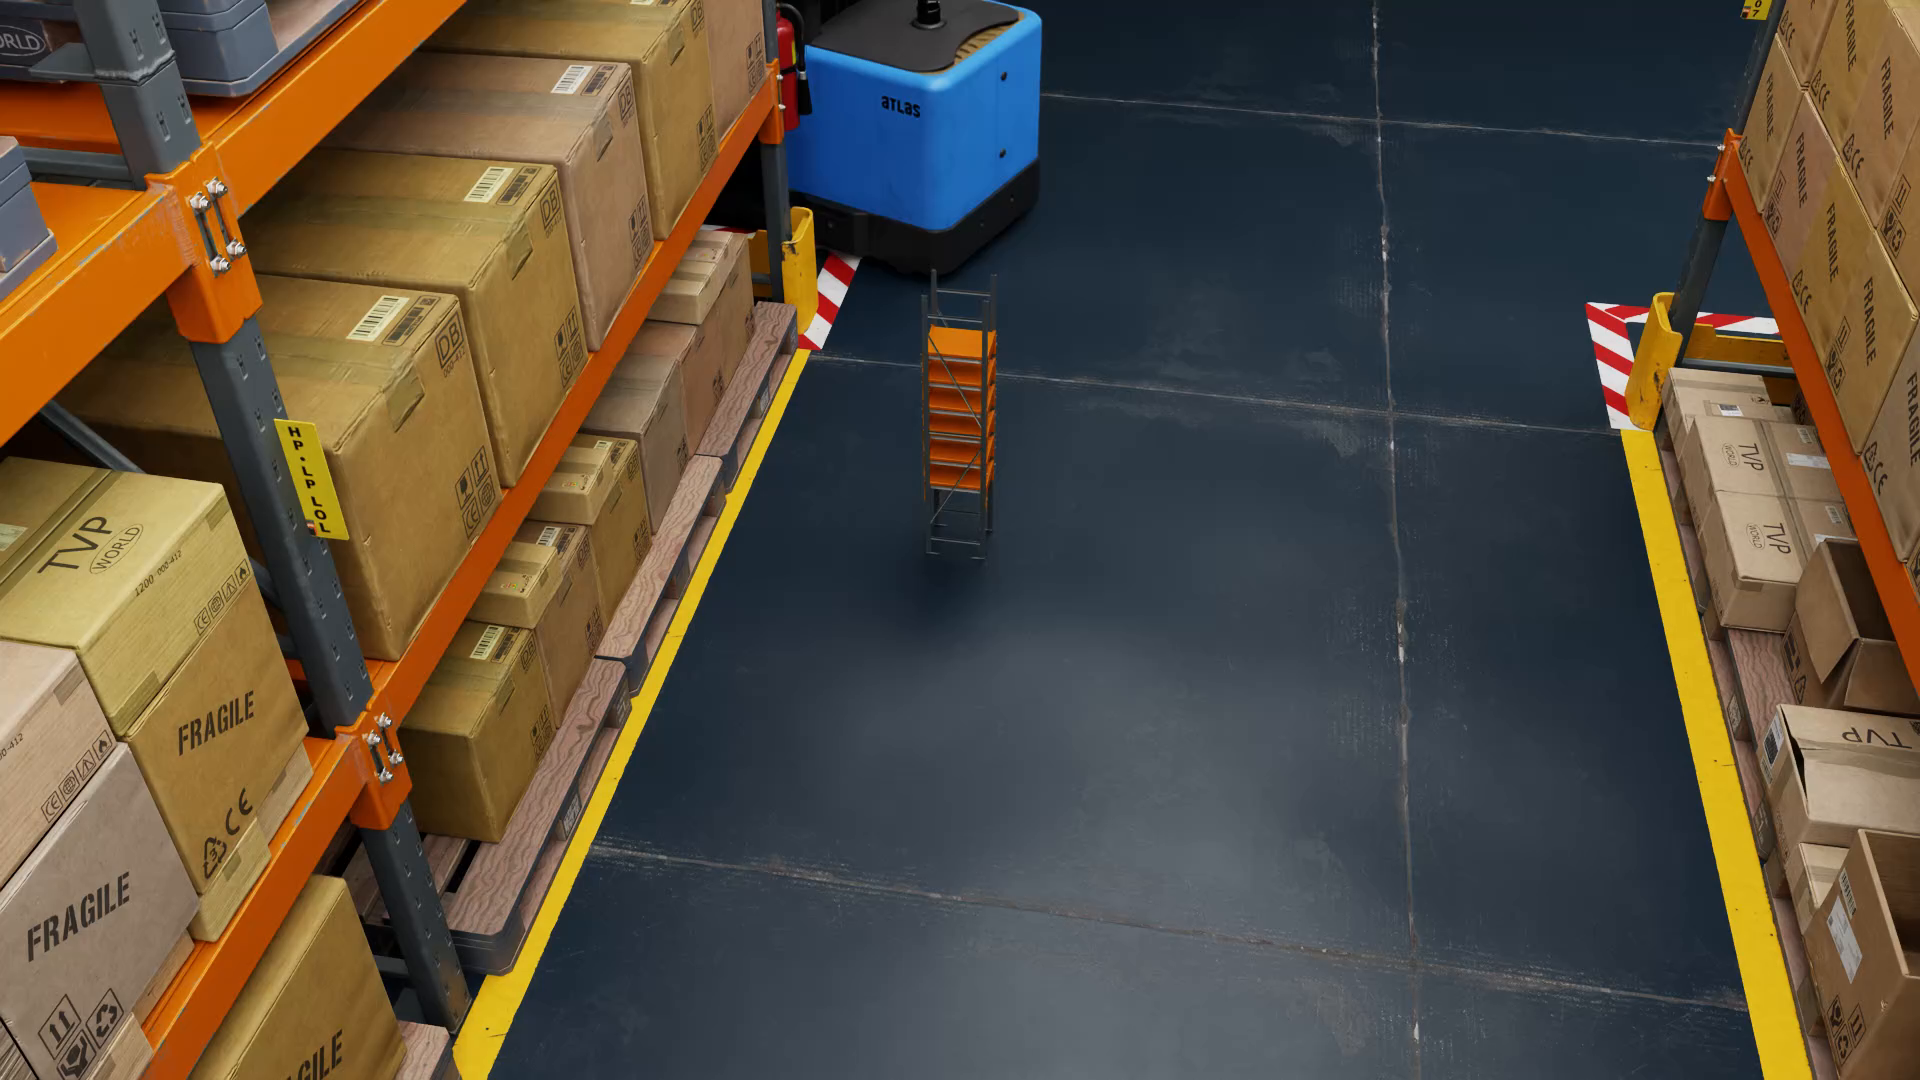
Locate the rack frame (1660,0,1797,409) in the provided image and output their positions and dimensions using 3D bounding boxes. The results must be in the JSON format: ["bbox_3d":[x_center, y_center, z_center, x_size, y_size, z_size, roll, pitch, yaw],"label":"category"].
[{"bbox_3d":[3.589,-1.736,6.496,1.000,3.000,0.127,6,40,8],"label":"rack frame"}]

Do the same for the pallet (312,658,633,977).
[{"bbox_3d":[-1.775,0.836,5.573,1.003,0.211,1.213,6,40,8],"label":"pallet"}]

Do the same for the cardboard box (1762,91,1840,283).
[{"bbox_3d":[3.168,-1.201,5.770,0.500,0.500,0.500,6,40,7],"label":"cardboard box"}]

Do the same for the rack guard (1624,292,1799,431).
[{"bbox_3d":[3.575,-0.725,7.235,1.175,0.500,0.348,6,40,8],"label":"rack guard"}]

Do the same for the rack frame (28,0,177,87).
[{"bbox_3d":[-1.983,-2.082,2.206,1.000,3.000,0.127,6,40,8],"label":"rack frame"}]

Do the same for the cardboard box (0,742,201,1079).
[{"bbox_3d":[-1.893,0.708,3.212,0.500,0.500,0.500,7,40,8],"label":"cardboard box"}]

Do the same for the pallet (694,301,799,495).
[{"bbox_3d":[-1.352,-0.695,7.425,1.003,0.211,1.213,6,40,8],"label":"pallet"}]

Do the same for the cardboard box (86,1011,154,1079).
[{"bbox_3d":[-1.860,1.054,3.303,0.380,0.149,0.250,6,40,8],"label":"cardboard box"}]

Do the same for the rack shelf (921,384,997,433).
[{"bbox_3d":[-0.002,-0.512,6.309,0.258,0.103,0.180,6,40,8],"label":"rack shelf"}]

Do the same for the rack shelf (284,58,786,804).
[{"bbox_3d":[-1.637,-0.748,5.865,1.077,0.370,4.000,6,40,8],"label":"rack shelf"}]

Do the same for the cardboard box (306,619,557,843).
[{"bbox_3d":[-1.753,0.574,5.334,0.700,0.500,0.500,7,40,8],"label":"cardboard box"}]

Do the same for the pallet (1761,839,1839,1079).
[{"bbox_3d":[3.016,1.418,4.869,1.003,0.211,1.213,6,40,8],"label":"pallet"}]

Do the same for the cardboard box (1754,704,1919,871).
[{"bbox_3d":[2.845,0.781,5.216,0.500,0.311,0.500,6,40,8],"label":"cardboard box"}]

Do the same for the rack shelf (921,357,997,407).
[{"bbox_3d":[-0.002,-0.604,6.232,0.258,0.103,0.180,6,40,8],"label":"rack shelf"}]

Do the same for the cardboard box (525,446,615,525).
[{"bbox_3d":[-1.424,-0.199,5.759,0.380,0.149,0.250,5,40,6],"label":"cardboard box"}]

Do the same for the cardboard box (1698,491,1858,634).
[{"bbox_3d":[3.042,0.092,6.098,0.500,0.250,0.500,6,40,8],"label":"cardboard box"}]

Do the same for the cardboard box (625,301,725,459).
[{"bbox_3d":[-1.400,-0.714,6.892,0.700,0.500,0.500,6,40,8],"label":"cardboard box"}]

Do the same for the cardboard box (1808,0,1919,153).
[{"bbox_3d":[3.169,-1.582,5.446,0.500,0.500,0.500,7,40,8],"label":"cardboard box"}]

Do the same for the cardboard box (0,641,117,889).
[{"bbox_3d":[-1.910,0.422,2.970,0.500,0.250,0.500,7,40,9],"label":"cardboard box"}]

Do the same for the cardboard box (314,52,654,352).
[{"bbox_3d":[-1.625,-1.139,5.538,0.980,0.700,0.700,5,40,6],"label":"cardboard box"}]

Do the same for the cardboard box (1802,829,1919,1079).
[{"bbox_3d":[2.716,1.179,4.586,0.500,0.500,0.500,6,40,8],"label":"cardboard box"}]

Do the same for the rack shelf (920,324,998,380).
[{"bbox_3d":[-0.002,-0.697,6.156,0.258,0.103,0.180,6,40,8],"label":"rack shelf"}]

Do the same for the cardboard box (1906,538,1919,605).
[{"bbox_3d":[2.818,0.070,4.233,0.500,0.500,0.500,7,40,9],"label":"cardboard box"}]

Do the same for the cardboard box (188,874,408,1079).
[{"bbox_3d":[-1.968,1.319,4.158,0.750,0.750,0.750,7,40,8],"label":"cardboard box"}]

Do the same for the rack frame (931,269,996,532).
[{"bbox_3d":[0.013,-0.511,6.426,0.240,1.200,0.006,6,40,8],"label":"rack frame"}]

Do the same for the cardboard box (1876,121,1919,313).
[{"bbox_3d":[2.991,-0.949,4.681,0.500,0.500,0.500,6,40,7],"label":"cardboard box"}]

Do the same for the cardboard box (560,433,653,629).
[{"bbox_3d":[-1.572,-0.063,6.104,0.700,0.500,0.500,7,40,9],"label":"cardboard box"}]

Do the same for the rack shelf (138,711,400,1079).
[{"bbox_3d":[-2.329,1.763,2.828,1.077,0.370,4.000,6,40,8],"label":"rack shelf"}]

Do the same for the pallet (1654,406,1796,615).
[{"bbox_3d":[3.438,-0.113,6.721,1.003,0.211,1.213,6,40,8],"label":"pallet"}]

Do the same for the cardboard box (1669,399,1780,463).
[{"bbox_3d":[3.134,-0.432,6.797,0.380,0.166,0.250,6,40,8],"label":"cardboard box"}]

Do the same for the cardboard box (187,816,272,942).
[{"bbox_3d":[-1.783,0.724,3.702,0.380,0.149,0.250,7,40,8],"label":"cardboard box"}]

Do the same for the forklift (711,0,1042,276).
[{"bbox_3d":[-1.104,-3.145,8.254,3.031,2.935,1.130,21,44,24],"label":"forklift"}]

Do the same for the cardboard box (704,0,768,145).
[{"bbox_3d":[-1.369,-2.074,6.670,0.980,0.700,0.700,8,40,10],"label":"cardboard box"}]

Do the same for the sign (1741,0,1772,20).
[{"bbox_3d":[3.054,-2.130,6.292,0.100,0.325,0.005,6,40,8],"label":"sign"}]

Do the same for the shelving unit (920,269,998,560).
[{"bbox_3d":[-0.002,-0.453,6.357,0.258,1.200,0.189,6,40,8],"label":"shelving unit"}]

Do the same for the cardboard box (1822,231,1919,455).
[{"bbox_3d":[2.990,-0.573,5.010,0.500,0.500,0.500,7,40,8],"label":"cardboard box"}]

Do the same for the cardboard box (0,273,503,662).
[{"bbox_3d":[-1.873,-0.224,4.431,0.980,0.700,0.700,7,40,8],"label":"cardboard box"}]

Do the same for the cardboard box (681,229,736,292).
[{"bbox_3d":[-1.156,-1.177,6.943,0.380,0.149,0.250,6,40,7],"label":"cardboard box"}]

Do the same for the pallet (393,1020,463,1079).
[{"bbox_3d":[-2.043,1.798,4.410,1.003,0.211,1.213,6,40,8],"label":"pallet"}]
